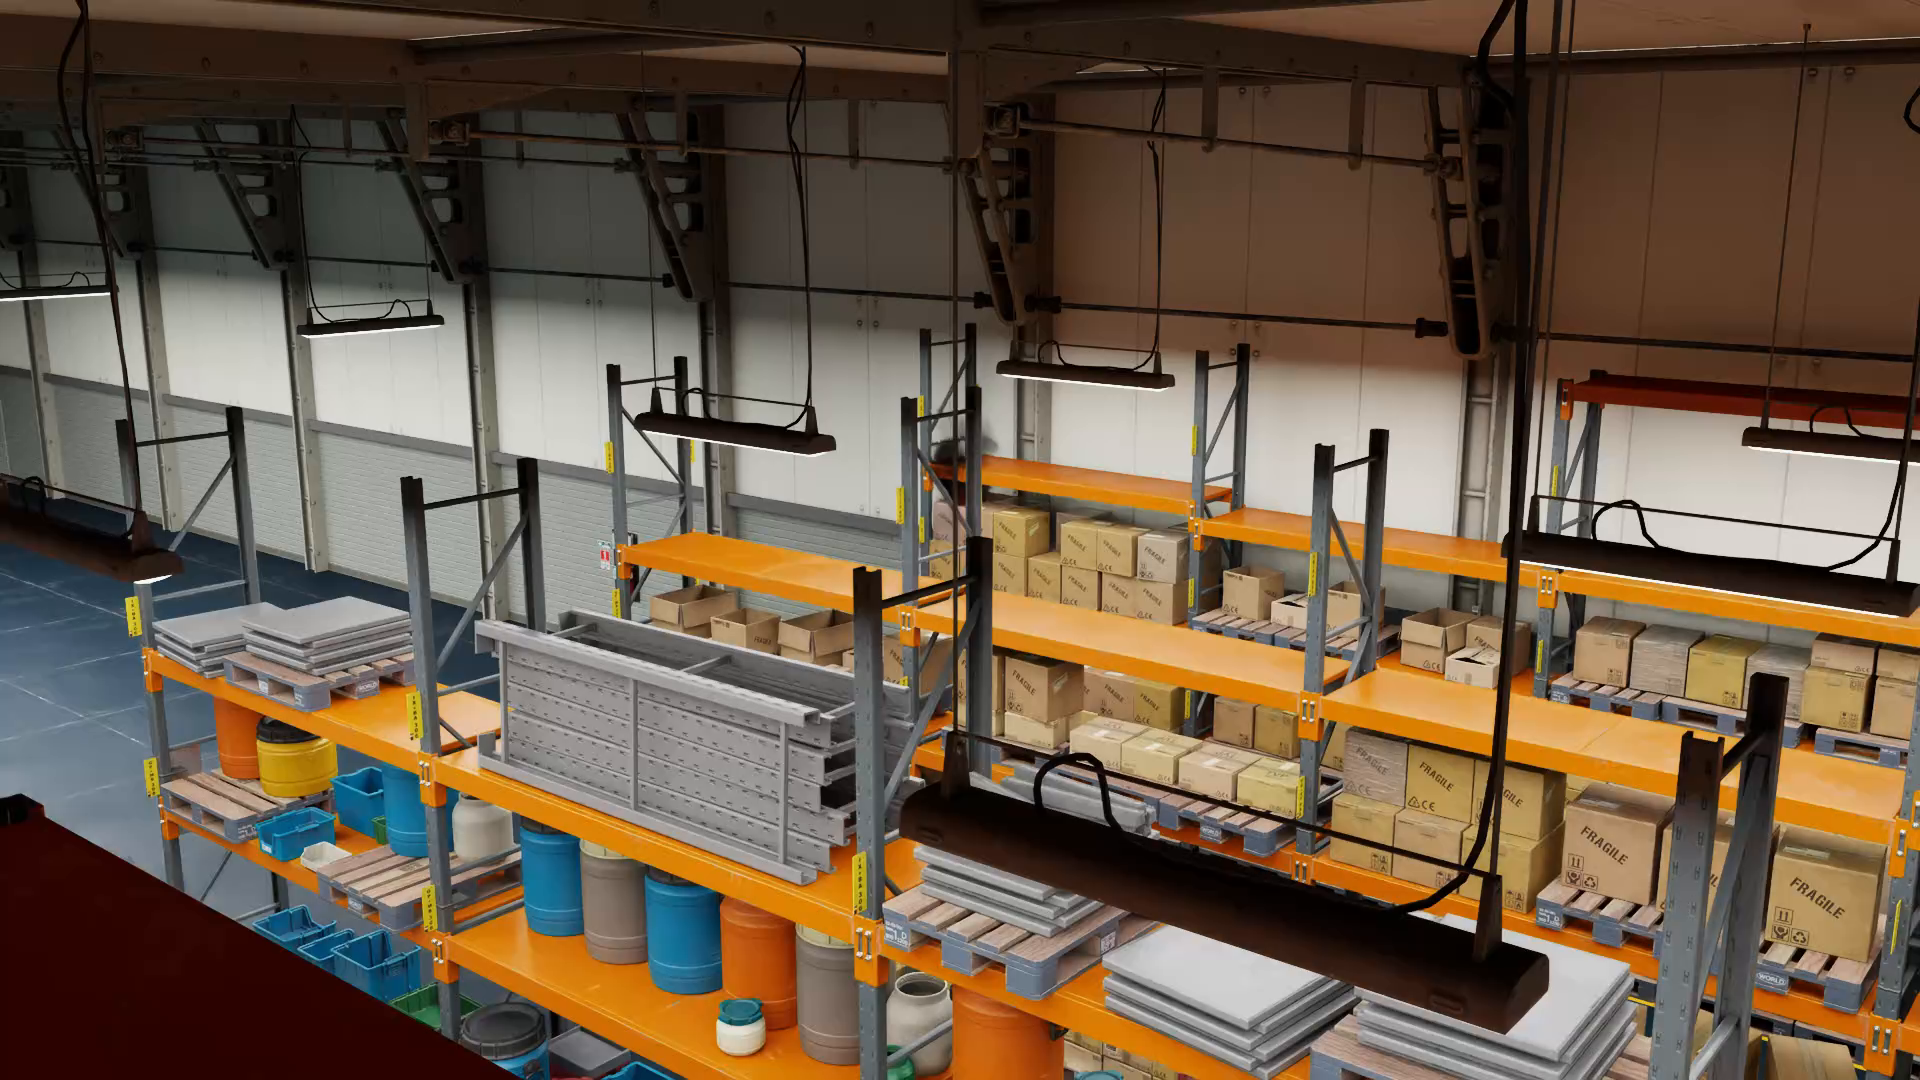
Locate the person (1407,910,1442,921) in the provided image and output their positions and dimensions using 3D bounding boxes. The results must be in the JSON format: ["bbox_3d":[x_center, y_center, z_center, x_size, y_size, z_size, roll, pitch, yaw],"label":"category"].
[{"bbox_3d":[4.007,3.870,15.146,0.640,1.741,0.699,9,15,33],"label":"person"}]
